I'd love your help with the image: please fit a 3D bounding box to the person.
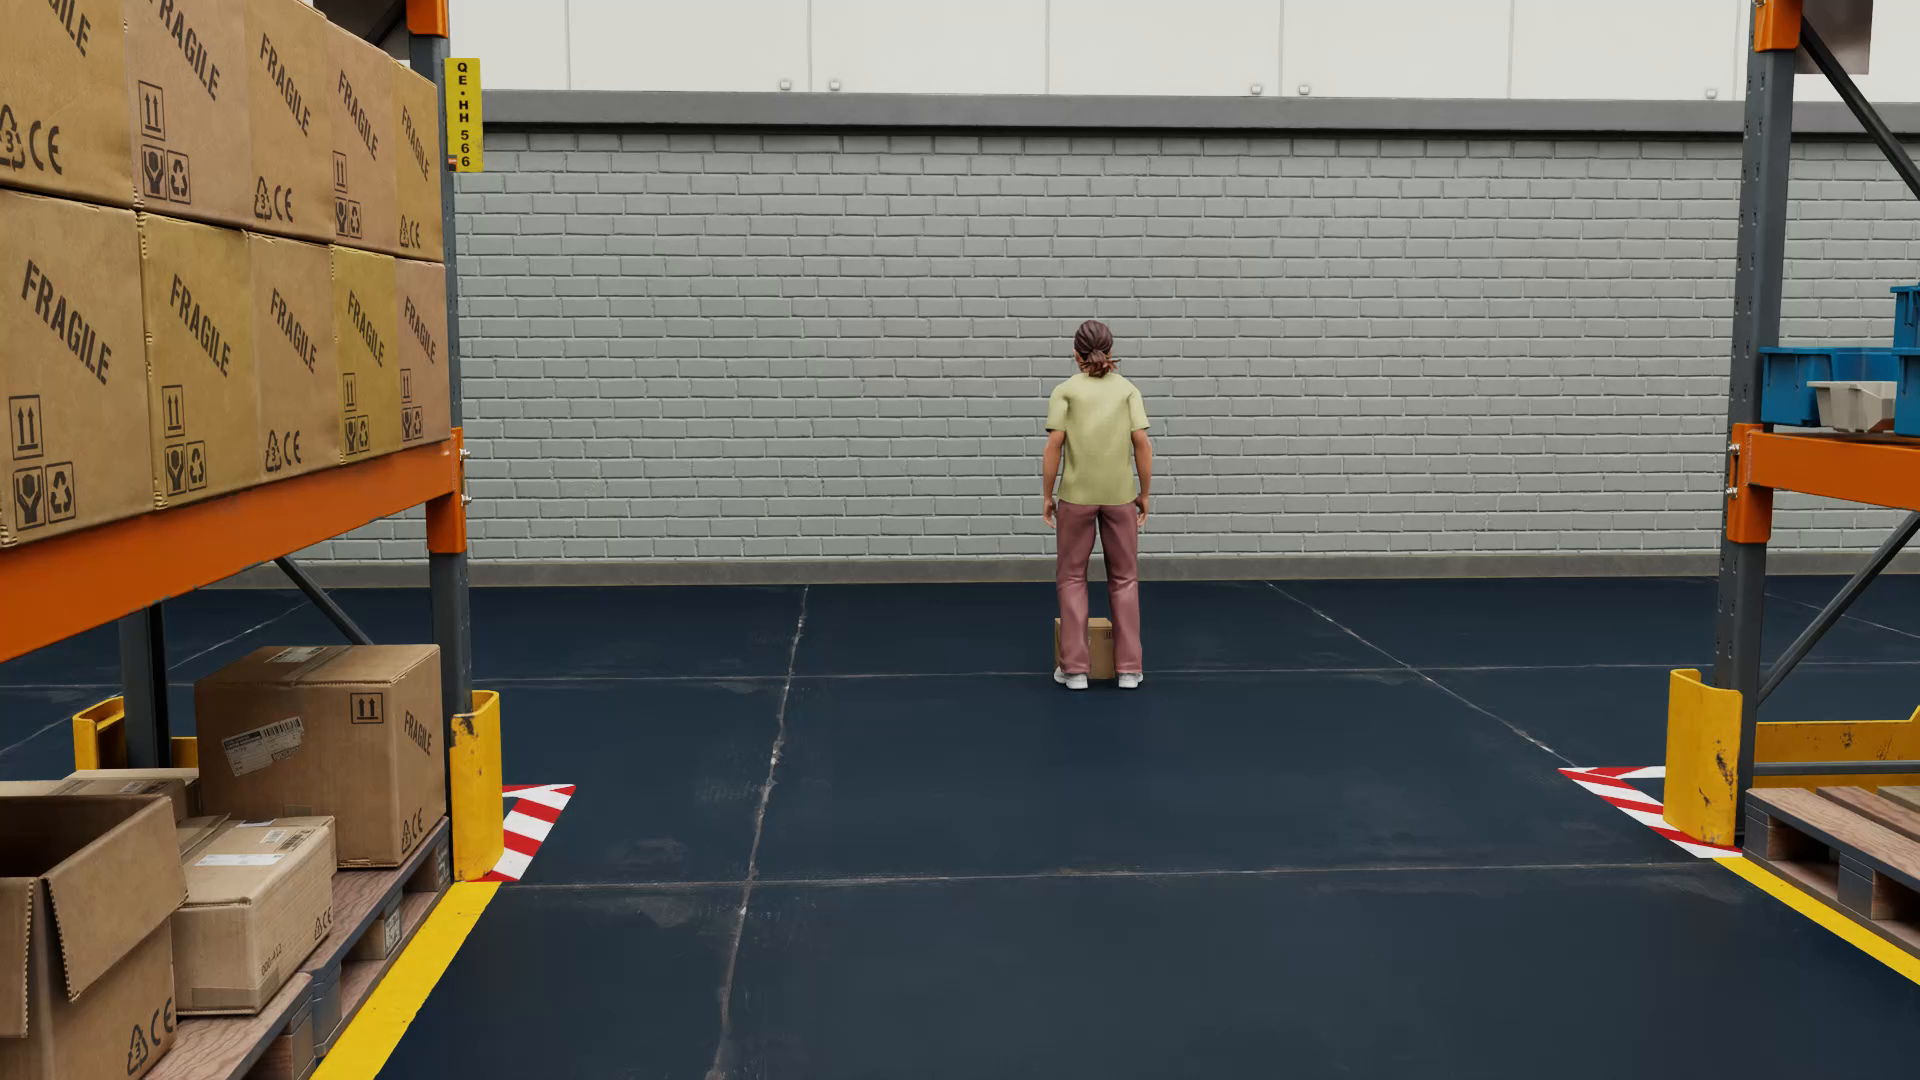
[{"bbox_3d":[0.619,-0.161,7.580,0.499,1.673,0.356,0,7,-3],"label":"person"}]
